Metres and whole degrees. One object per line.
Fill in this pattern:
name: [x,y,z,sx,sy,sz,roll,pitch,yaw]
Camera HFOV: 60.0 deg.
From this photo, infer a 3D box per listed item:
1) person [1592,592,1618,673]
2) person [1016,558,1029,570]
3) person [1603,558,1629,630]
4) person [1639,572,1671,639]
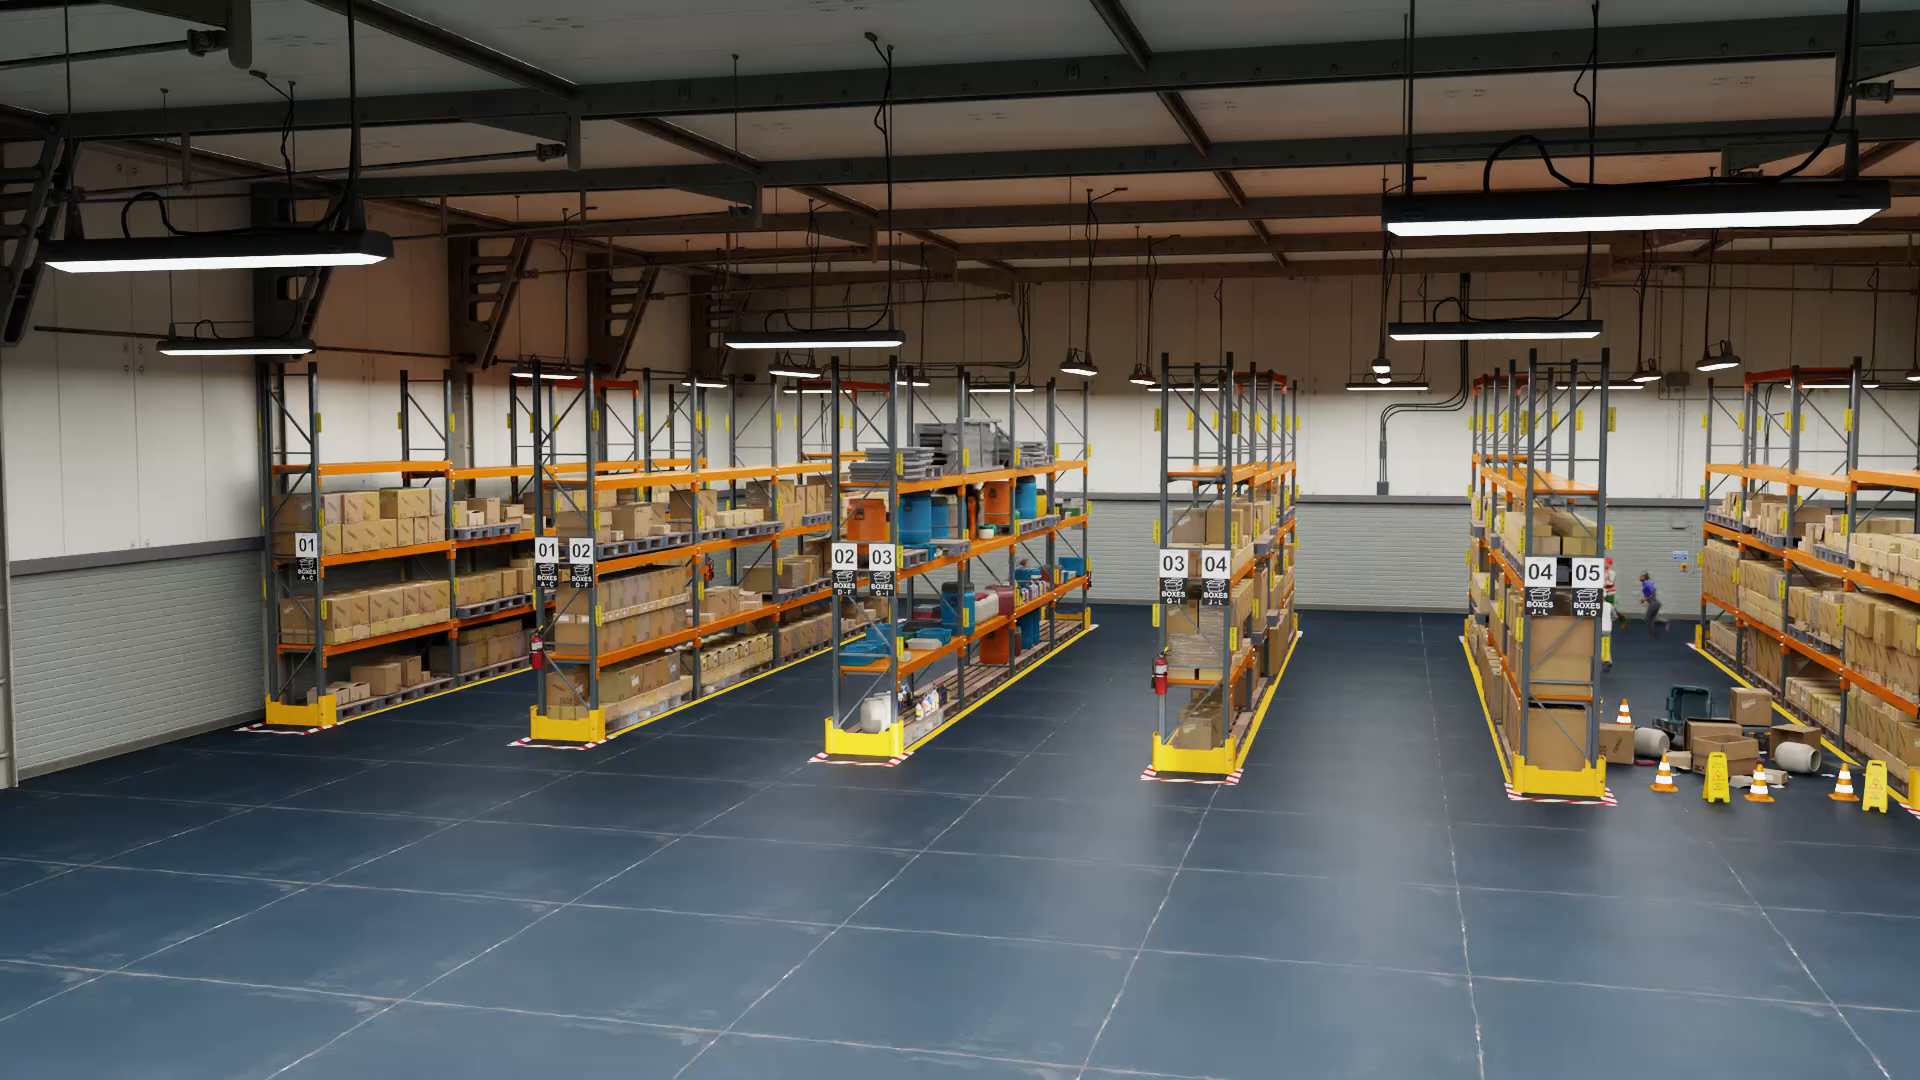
person: [12.781,1.823,33.126,0.656,1.724,0.756,0,4,4]
person: [1.473,1.250,41.929,0.755,1.599,0.584,2,4,25]
person: [15.419,1.299,39.525,0.991,1.769,0.663,0,4,-5]
person: [16.071,1.539,38.457,0.736,1.581,0.574,1,4,15]
